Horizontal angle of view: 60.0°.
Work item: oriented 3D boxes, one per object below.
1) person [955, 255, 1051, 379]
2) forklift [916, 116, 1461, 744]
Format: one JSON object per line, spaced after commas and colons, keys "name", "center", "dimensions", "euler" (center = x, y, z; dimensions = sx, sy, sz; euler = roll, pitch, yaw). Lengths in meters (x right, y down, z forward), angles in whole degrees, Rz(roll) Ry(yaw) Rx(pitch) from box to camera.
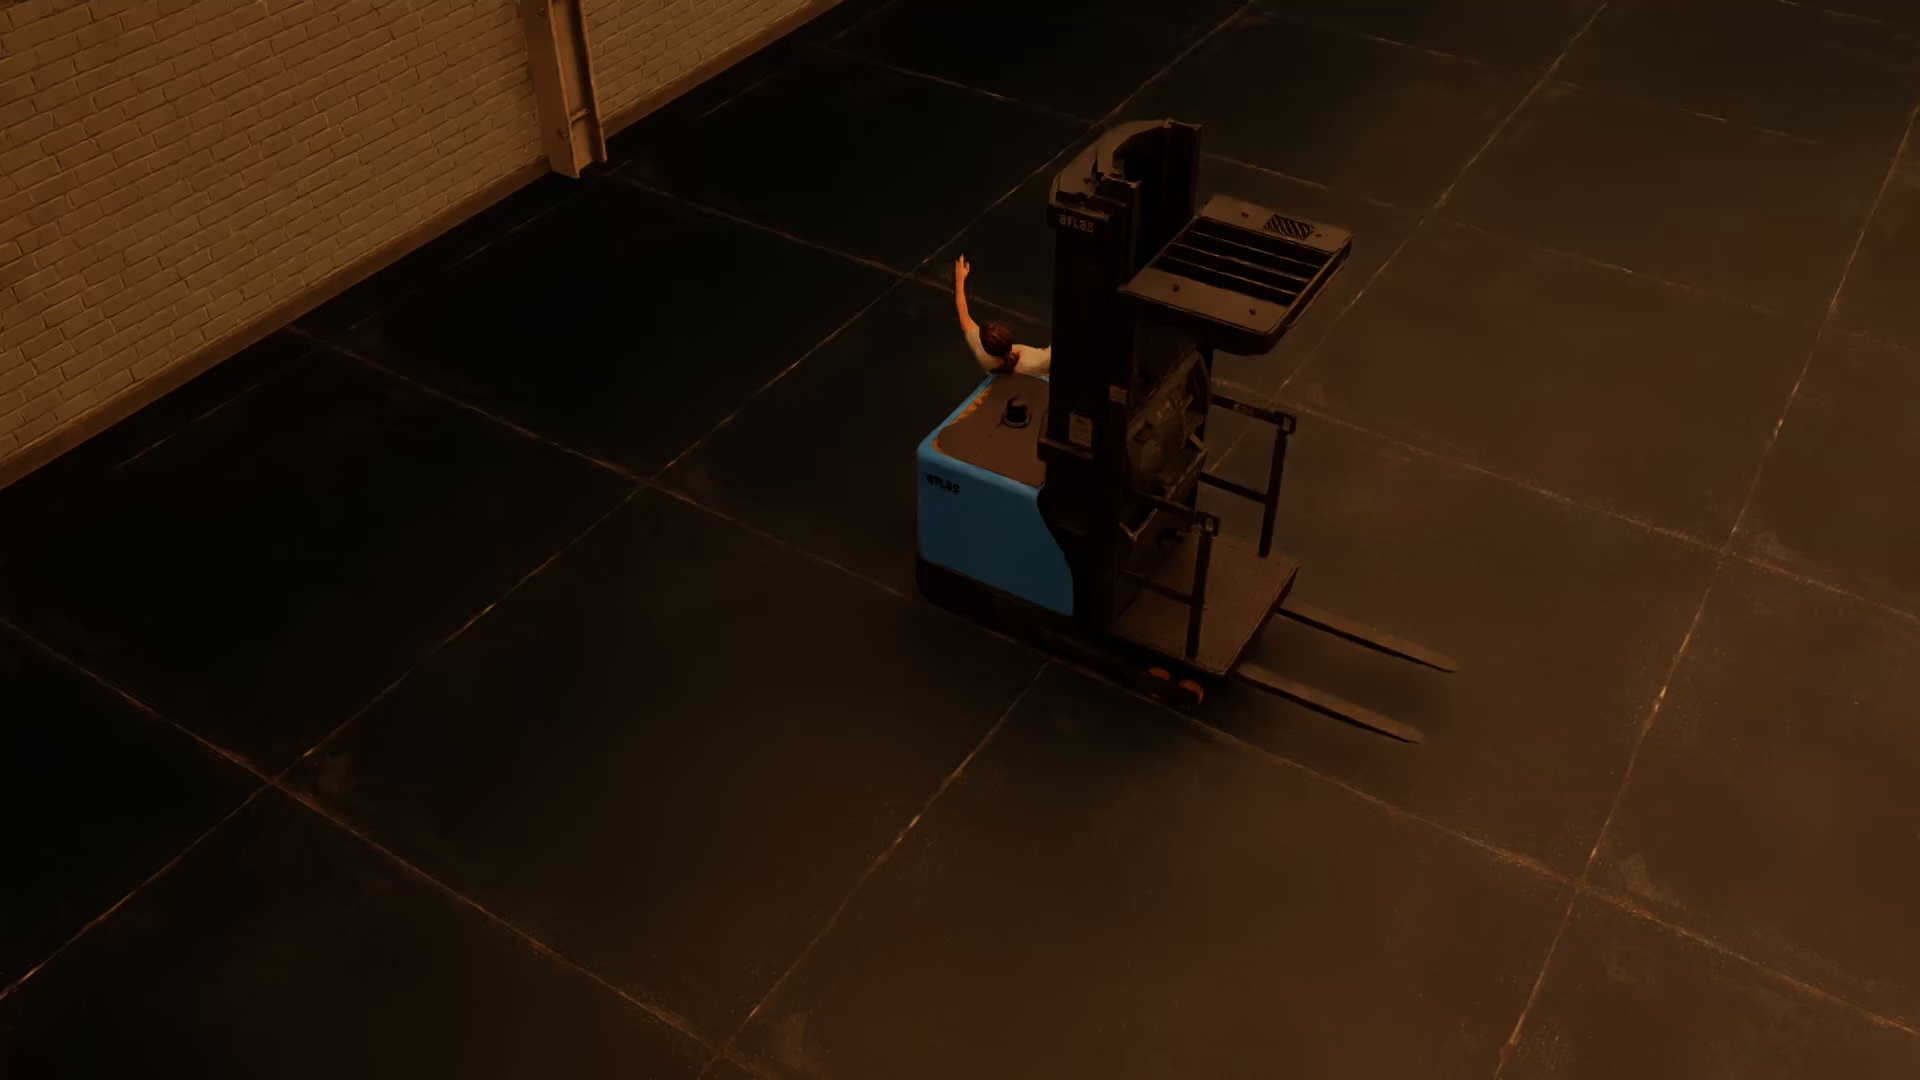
{"name": "person", "center": [0.317, -0.934, 10.147], "dimensions": [0.850, 1.537, 0.729], "euler": [20, 44, 22]}
{"name": "forklift", "center": [1.270, -0.583, 8.655], "dimensions": [3.031, 2.935, 1.130], "euler": [21, 45, 23]}
